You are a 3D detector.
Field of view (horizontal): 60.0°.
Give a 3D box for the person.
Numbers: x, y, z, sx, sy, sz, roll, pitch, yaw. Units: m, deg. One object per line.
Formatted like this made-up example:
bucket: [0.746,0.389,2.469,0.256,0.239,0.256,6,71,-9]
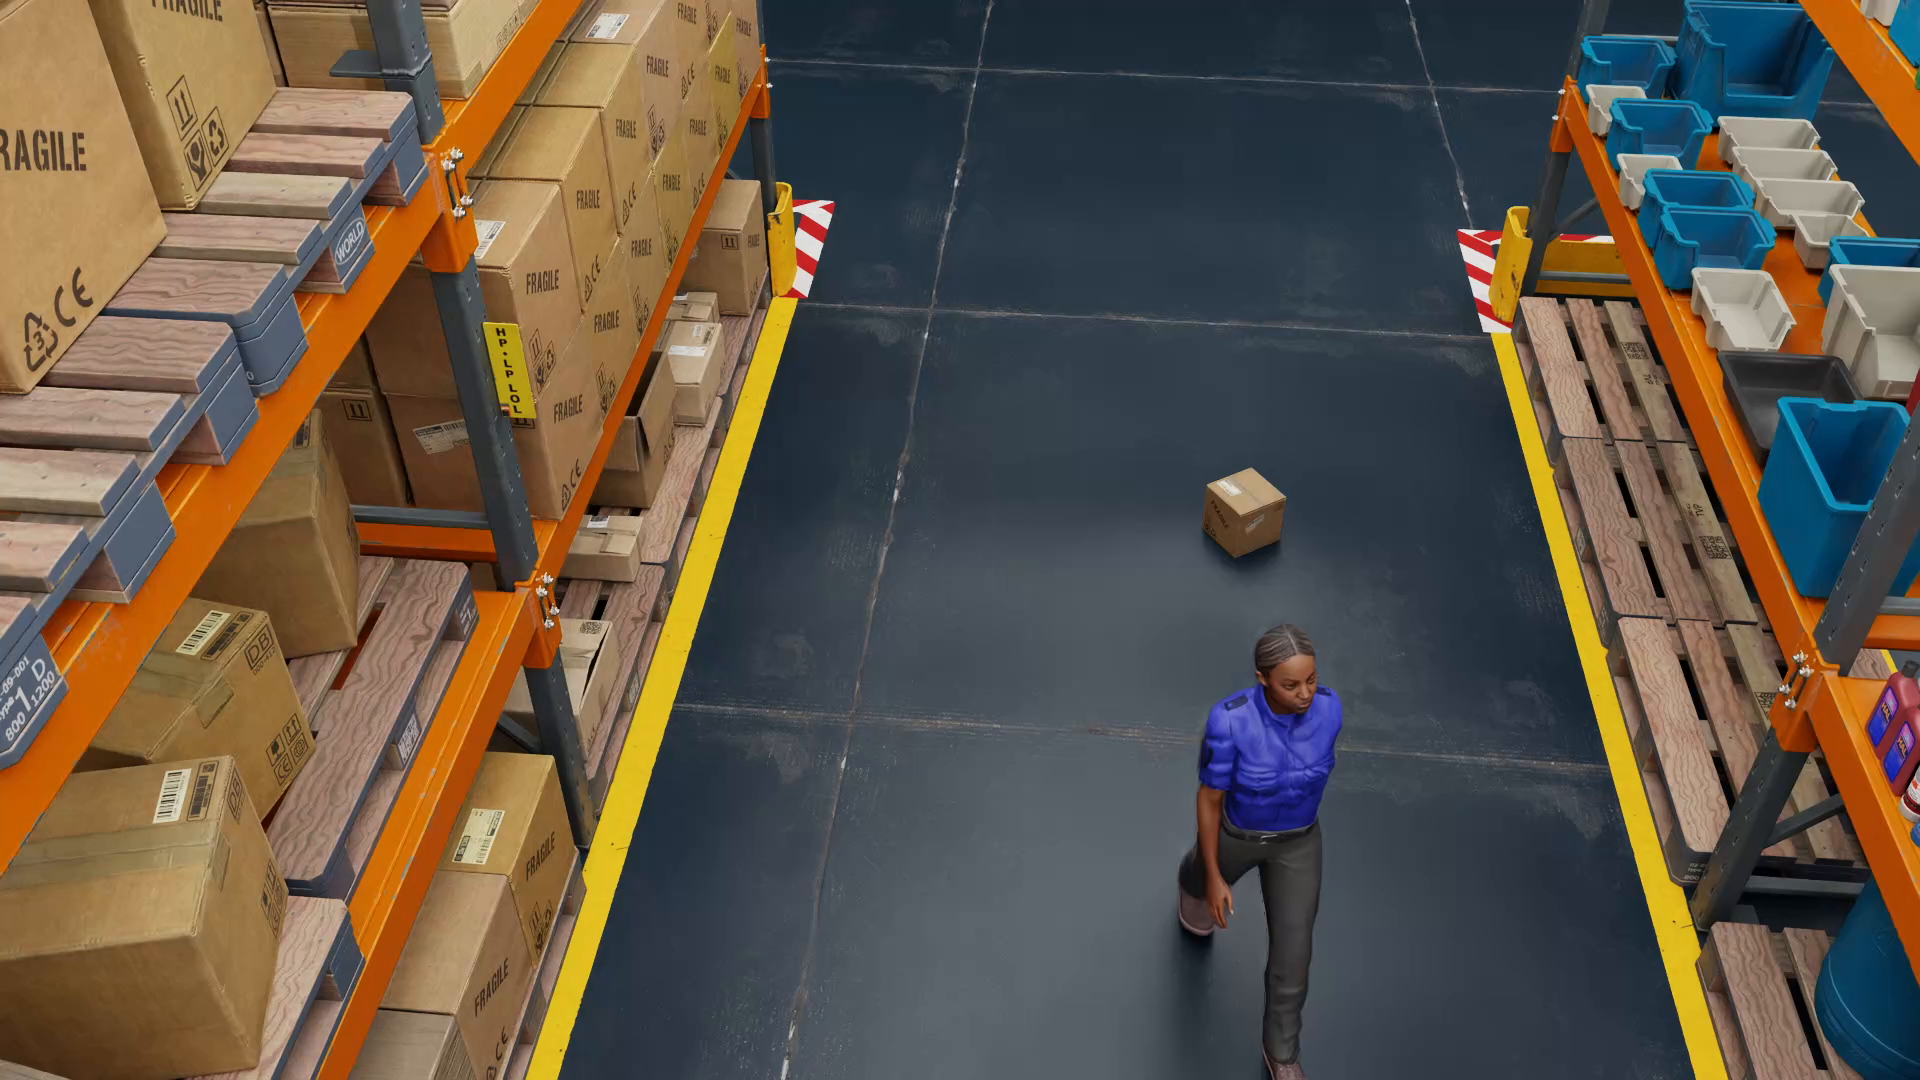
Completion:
person: [0.917,0.918,5.072,0.442,1.594,0.990,-3,40,-3]
